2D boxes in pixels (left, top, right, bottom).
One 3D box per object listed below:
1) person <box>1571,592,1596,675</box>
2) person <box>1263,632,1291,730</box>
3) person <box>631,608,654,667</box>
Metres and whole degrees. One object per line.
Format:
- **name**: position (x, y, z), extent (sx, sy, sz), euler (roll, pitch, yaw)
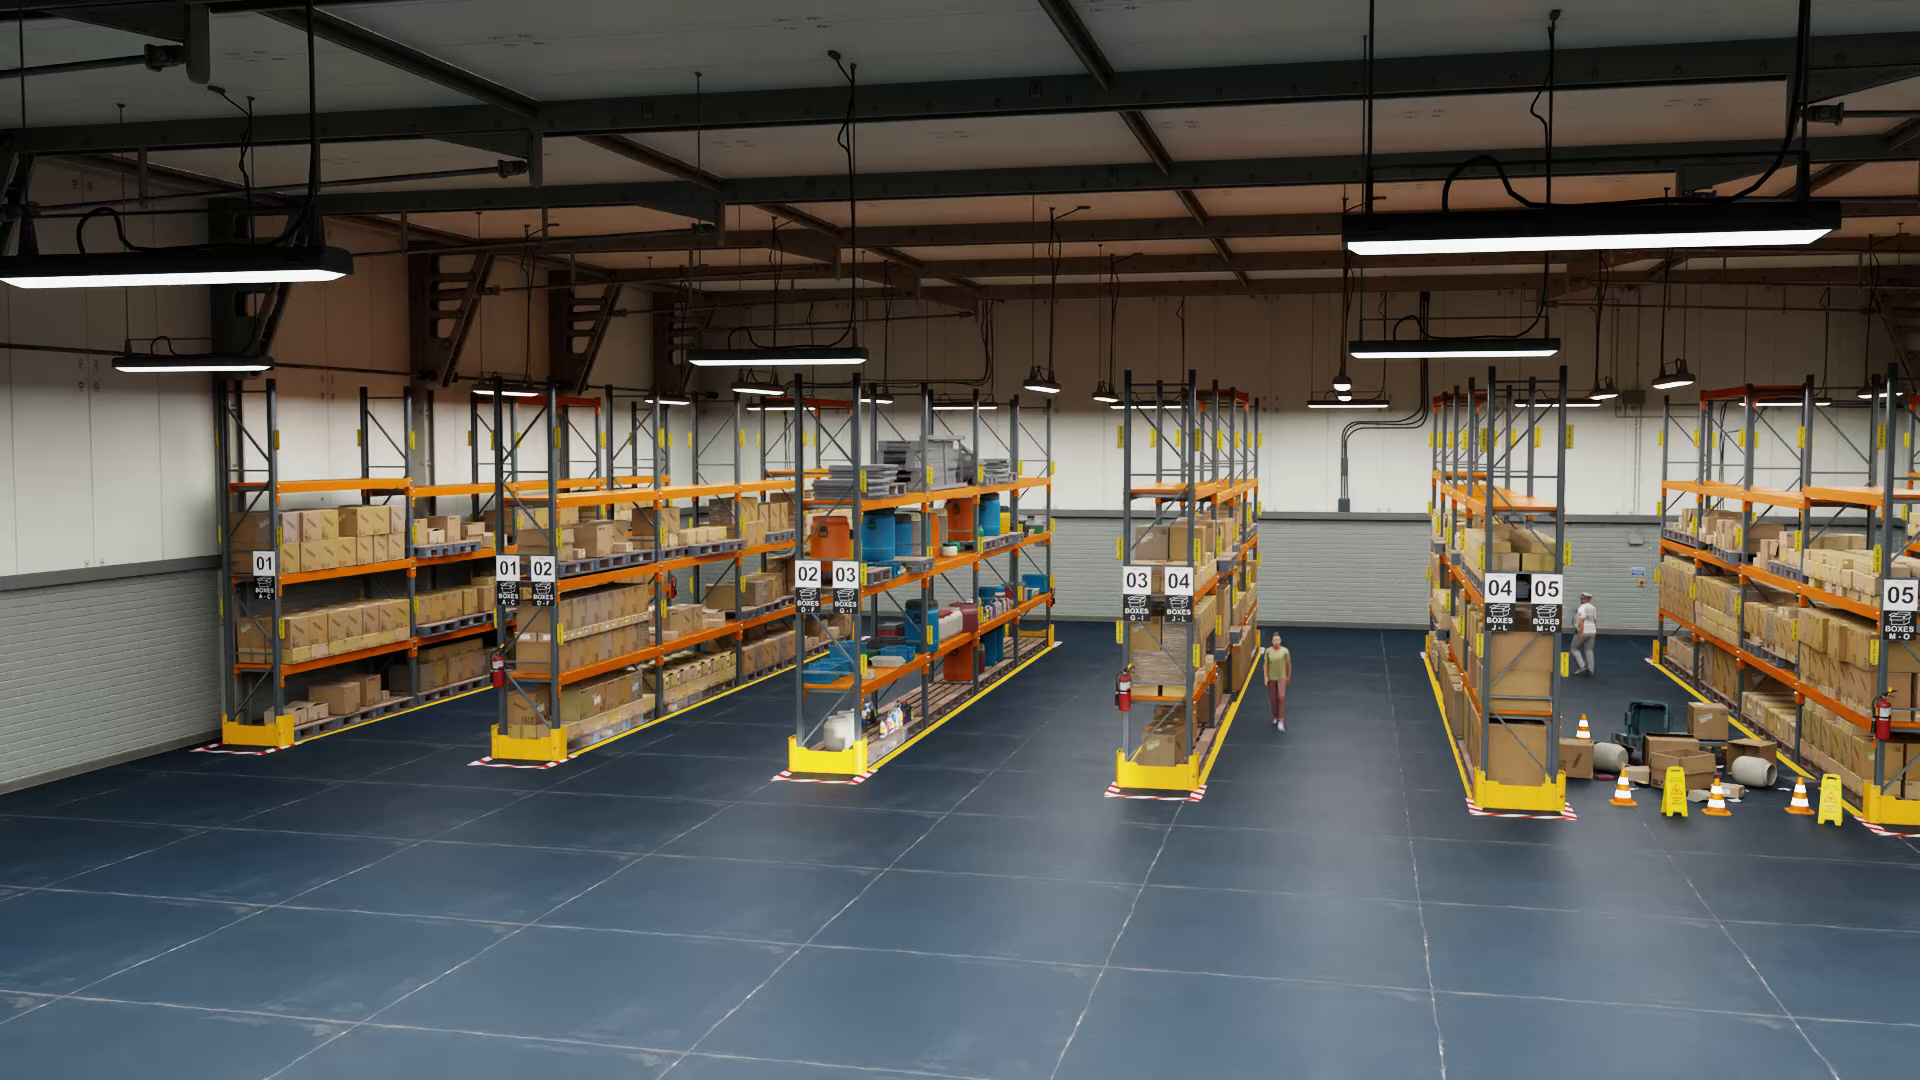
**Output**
- **person**: position (13.330, 2.006, 35.396), extent (0.555, 1.790, 0.492), euler (-1, 4, -21)
- **person**: position (5.494, 2.483, 28.936), extent (0.461, 1.515, 0.905), euler (1, 4, 23)
- **person**: position (-6.663, 2.040, 34.719), extent (0.576, 1.801, 0.685), euler (0, 3, -1)
